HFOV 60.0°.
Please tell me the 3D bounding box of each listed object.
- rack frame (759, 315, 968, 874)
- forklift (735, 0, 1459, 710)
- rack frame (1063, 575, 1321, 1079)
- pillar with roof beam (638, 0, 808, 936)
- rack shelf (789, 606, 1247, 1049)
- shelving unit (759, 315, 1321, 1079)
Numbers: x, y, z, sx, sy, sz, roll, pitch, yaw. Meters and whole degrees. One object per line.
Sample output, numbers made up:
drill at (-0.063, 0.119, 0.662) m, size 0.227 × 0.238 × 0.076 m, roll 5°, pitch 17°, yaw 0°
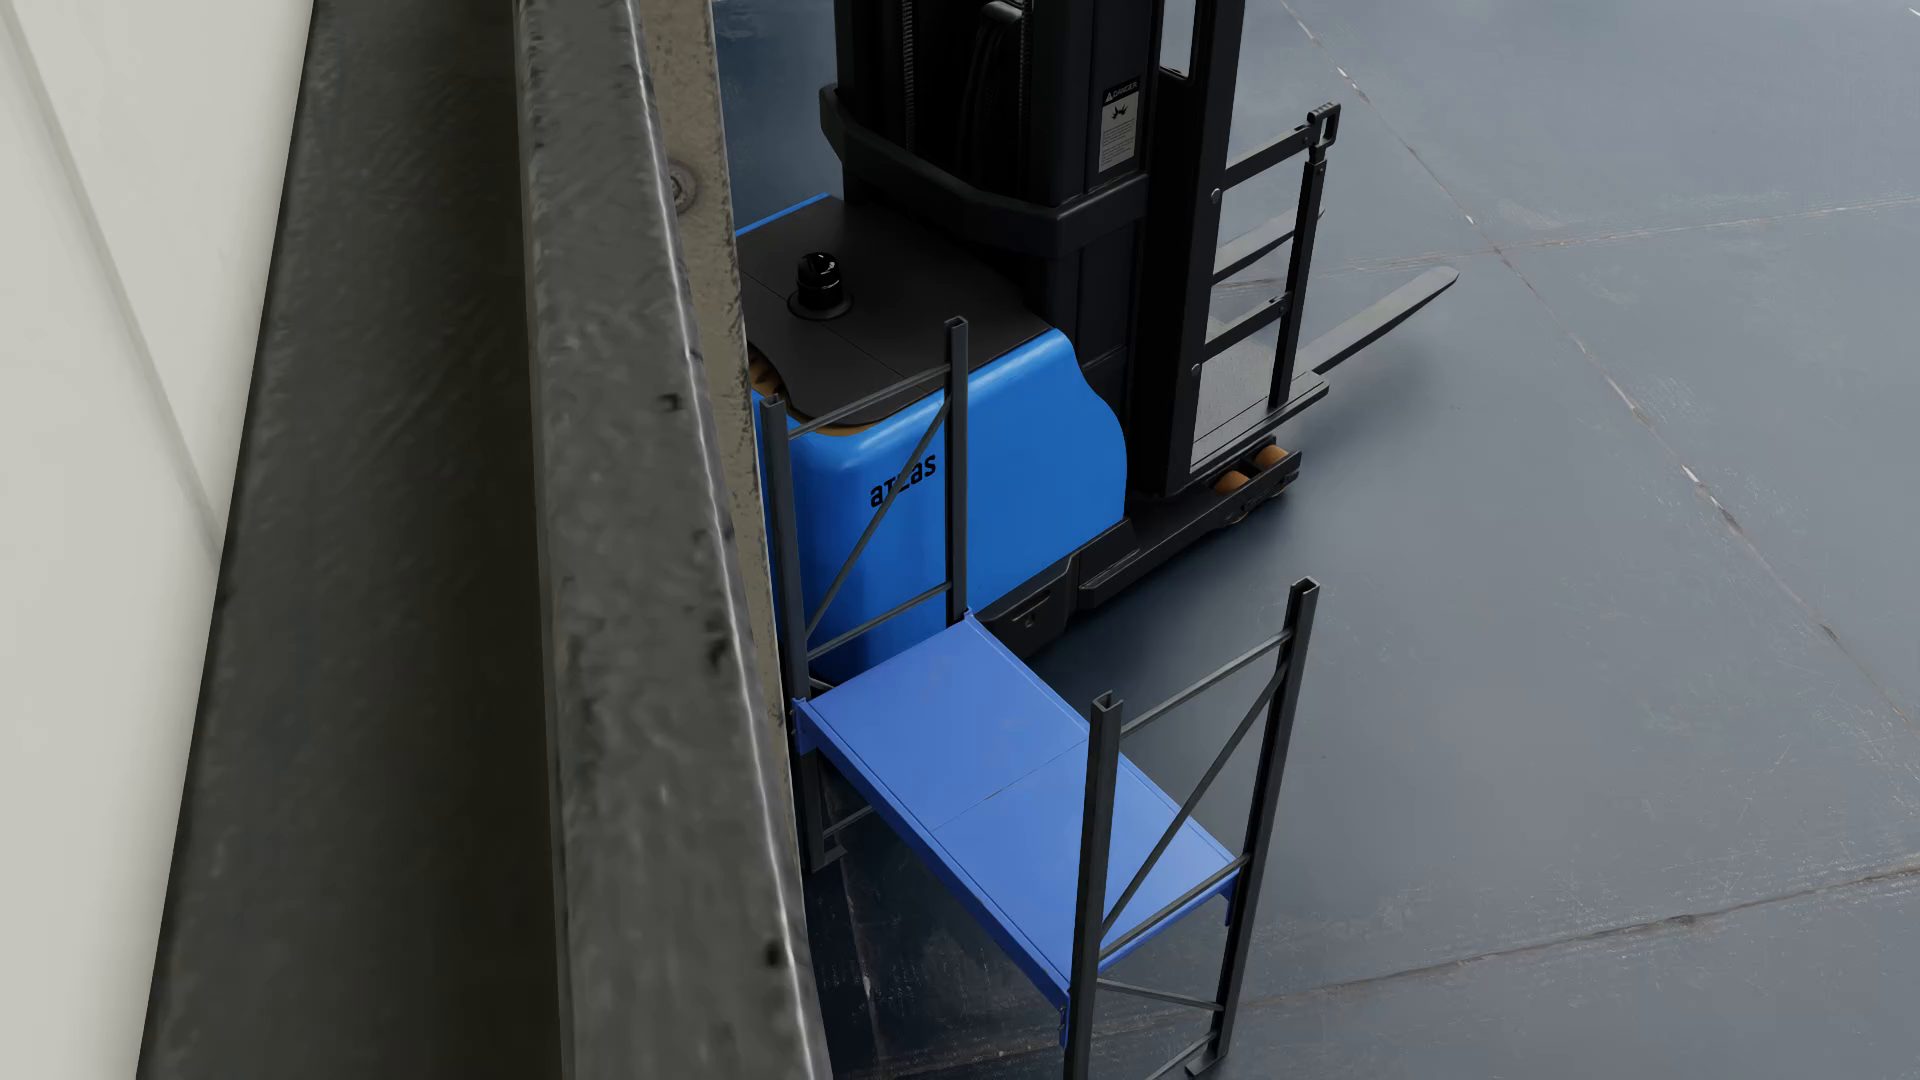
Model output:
rack frame at (-0.191, 0.192, 3.904) m, size 0.500 × 1.500 × 0.032 m, roll -27°, pitch 48°, yaw -27°
forklift at (0.464, -1.379, 4.596) m, size 3.031 × 2.935 × 1.130 m, roll -31°, pitch 50°, yaw -30°
rack frame at (0.422, 0.731, 3.297) m, size 0.500 × 1.500 × 0.032 m, roll -27°, pitch 48°, yaw -27°
pillar with roof beam at (3.726, -2.694, 1.507) m, size 9.100 × 9.000 × 0.400 m, roll -8°, pitch 42°, yaw -9°
rack shelf at (0.115, 0.596, 3.720) m, size 0.538 × 0.185 × 1.000 m, roll -27°, pitch 48°, yaw -27°
shelving unit at (0.115, 0.461, 3.601) m, size 0.538 × 1.500 × 1.048 m, roll -27°, pitch 48°, yaw -27°
